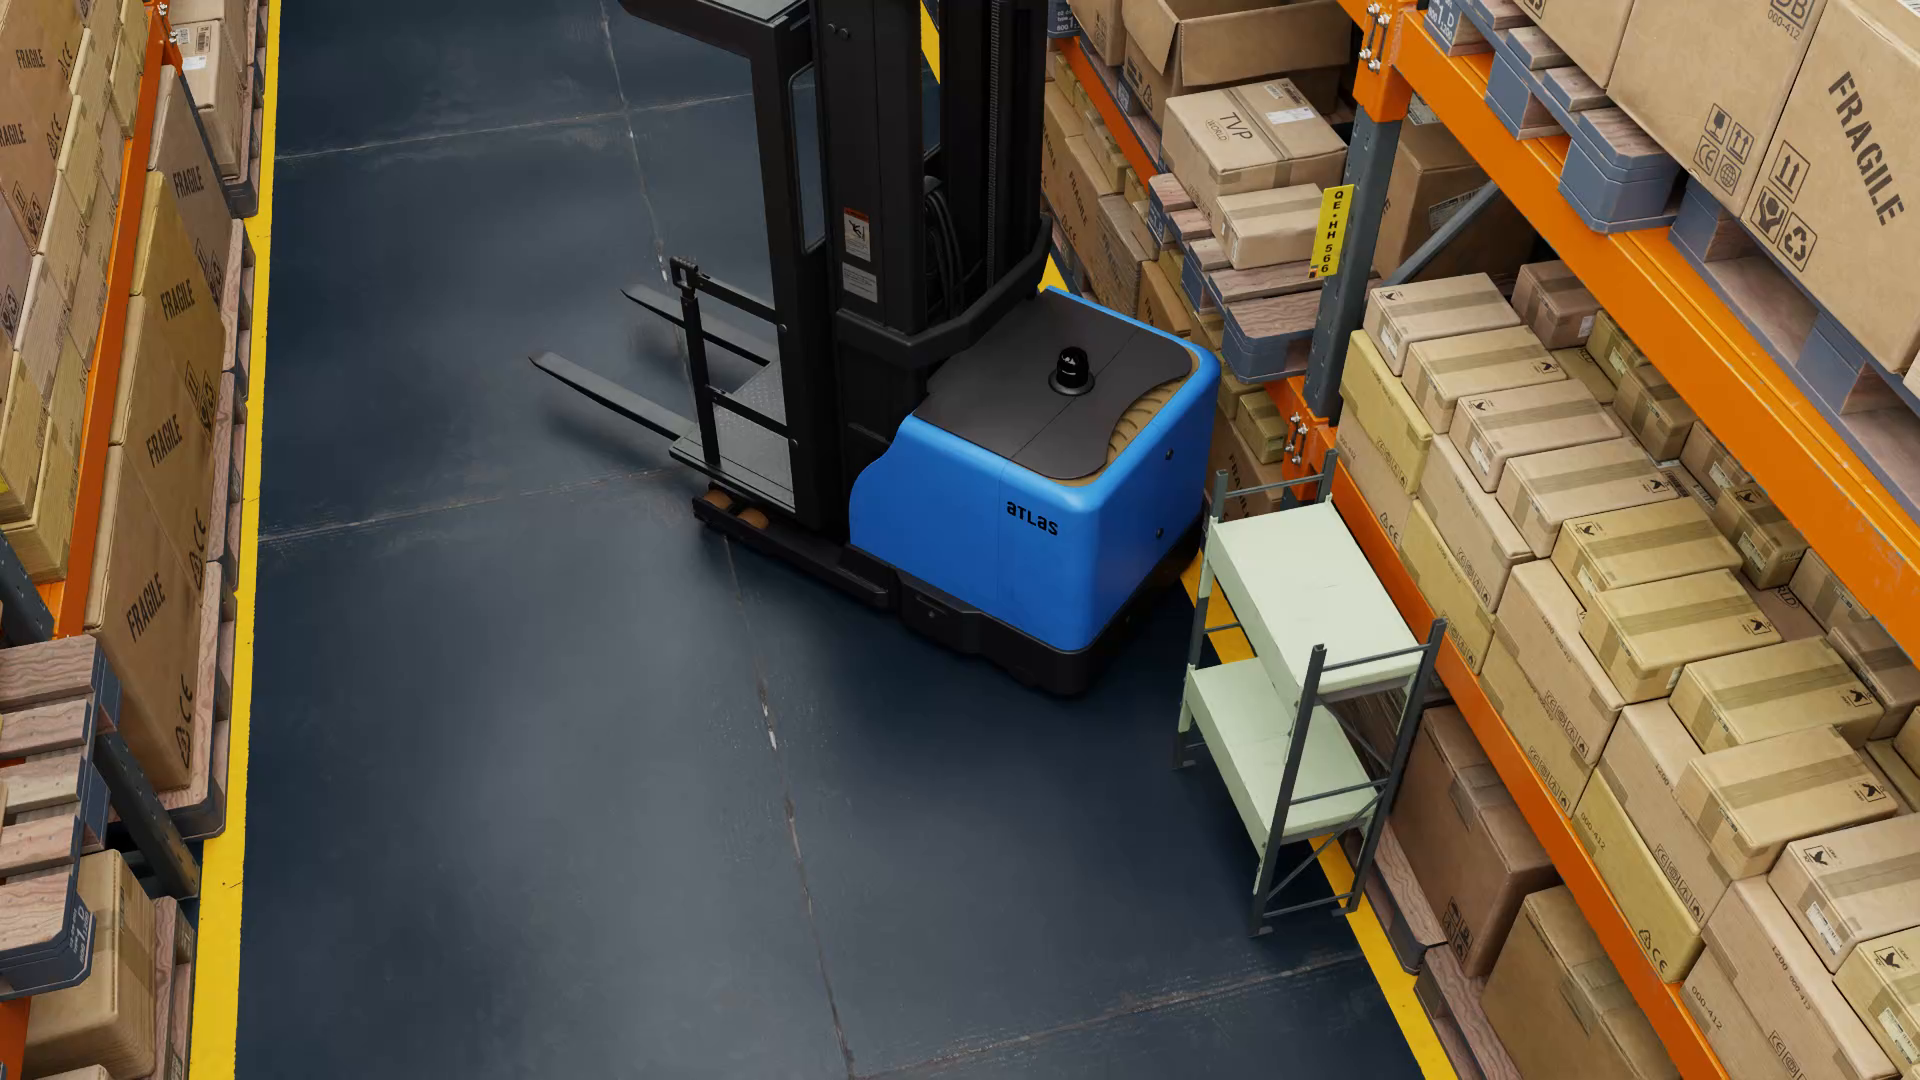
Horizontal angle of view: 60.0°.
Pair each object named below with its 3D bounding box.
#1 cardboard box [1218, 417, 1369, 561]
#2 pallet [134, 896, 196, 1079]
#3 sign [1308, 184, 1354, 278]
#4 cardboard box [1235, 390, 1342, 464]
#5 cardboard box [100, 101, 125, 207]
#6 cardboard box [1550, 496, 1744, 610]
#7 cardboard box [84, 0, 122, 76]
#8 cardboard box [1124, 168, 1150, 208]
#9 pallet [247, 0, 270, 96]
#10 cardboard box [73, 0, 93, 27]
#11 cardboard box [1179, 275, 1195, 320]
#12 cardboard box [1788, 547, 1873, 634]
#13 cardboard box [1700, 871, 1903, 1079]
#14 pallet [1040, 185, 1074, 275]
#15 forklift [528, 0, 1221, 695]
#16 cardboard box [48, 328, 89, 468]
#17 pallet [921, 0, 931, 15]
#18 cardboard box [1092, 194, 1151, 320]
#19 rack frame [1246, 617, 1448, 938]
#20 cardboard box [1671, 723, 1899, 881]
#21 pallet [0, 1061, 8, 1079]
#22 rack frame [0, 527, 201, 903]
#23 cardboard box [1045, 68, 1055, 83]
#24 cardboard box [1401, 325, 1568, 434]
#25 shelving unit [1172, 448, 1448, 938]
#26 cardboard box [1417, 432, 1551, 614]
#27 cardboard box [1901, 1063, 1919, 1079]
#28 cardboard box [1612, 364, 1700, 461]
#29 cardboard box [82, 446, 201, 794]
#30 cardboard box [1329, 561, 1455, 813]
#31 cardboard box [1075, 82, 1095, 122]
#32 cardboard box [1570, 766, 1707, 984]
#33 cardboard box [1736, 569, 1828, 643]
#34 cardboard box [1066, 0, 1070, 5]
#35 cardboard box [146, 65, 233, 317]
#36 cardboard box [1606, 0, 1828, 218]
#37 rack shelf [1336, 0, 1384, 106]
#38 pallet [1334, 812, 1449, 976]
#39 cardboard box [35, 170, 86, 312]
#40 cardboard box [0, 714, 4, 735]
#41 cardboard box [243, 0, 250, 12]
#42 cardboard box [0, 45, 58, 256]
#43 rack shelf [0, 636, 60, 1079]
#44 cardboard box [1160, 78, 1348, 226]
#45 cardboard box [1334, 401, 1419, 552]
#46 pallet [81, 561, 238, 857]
[{"bbox_3d":[1.338,-0.190,6.543,0.500,0.500,0.500,-9,46,-9],"label":"cardboard box"},{"bbox_3d":[-2.945,1.761,5.127,1.003,0.211,1.213,-11,47,-10],"label":"pallet"},{"bbox_3d":[1.132,-0.937,5.063,0.100,0.325,0.005,-11,47,-10],"label":"sign"},{"bbox_3d":[1.283,-0.459,6.352,0.380,0.149,0.250,-13,47,-12],"label":"cardboard box"},{"bbox_3d":[-3.569,-1.497,6.472,0.500,0.250,0.500,-12,47,-11],"label":"cardboard box"},{"bbox_3d":[1.783,0.050,4.328,0.380,0.149,0.250,-10,46,-10],"label":"cardboard box"},{"bbox_3d":[-3.685,-2.035,6.650,0.500,0.250,0.500,-10,46,-9],"label":"cardboard box"},{"bbox_3d":[0.957,-1.558,7.430,0.380,0.149,0.250,-11,47,-10],"label":"cardboard box"},{"bbox_3d":[-4.602,-2.924,9.718,1.003,0.211,1.213,-11,47,-10],"label":"pallet"},{"bbox_3d":[-3.671,-2.283,6.368,0.500,0.500,0.500,-10,46,-10],"label":"cardboard box"},{"bbox_3d":[1.134,-1.022,6.904,0.380,0.149,0.250,-9,46,-9],"label":"cardboard box"},{"bbox_3d":[2.382,0.119,4.260,0.380,0.149,0.250,-11,47,-11],"label":"cardboard box"},{"bbox_3d":[2.041,0.974,3.701,0.500,0.250,0.500,-10,46,-10],"label":"cardboard box"},{"bbox_3d":[0.875,-1.896,8.711,1.003,0.211,1.213,-11,47,-10],"label":"pallet"},{"bbox_3d":[-0.514,-1.279,6.202,3.031,2.935,1.130,26,51,23],"label":"forklift"},{"bbox_3d":[-3.174,-0.438,5.434,0.500,0.250,0.500,-12,47,-11],"label":"cardboard box"},{"bbox_3d":[0.139,-3.769,10.547,1.003,0.211,1.213,-11,47,-10],"label":"pallet"},{"bbox_3d":[0.932,-1.253,7.585,0.500,0.500,0.500,-12,47,-12],"label":"cardboard box"},{"bbox_3d":[1.175,0.788,5.179,0.400,1.500,0.023,-11,47,-11],"label":"rack frame"},{"bbox_3d":[1.877,0.594,3.795,0.380,0.149,0.250,-12,47,-11],"label":"cardboard box"},{"bbox_3d":[-2.597,1.671,3.397,1.003,0.211,1.213,-11,47,-10],"label":"pallet"},{"bbox_3d":[-3.144,0.245,4.660,1.000,3.000,0.127,-11,47,-10],"label":"rack frame"},{"bbox_3d":[0.536,-2.324,8.634,0.500,0.500,0.500,-9,46,-9],"label":"cardboard box"},{"bbox_3d":[1.520,-0.469,4.836,0.380,0.149,0.250,-10,46,-9],"label":"cardboard box"},{"bbox_3d":[1.078,0.535,5.426,0.431,1.500,0.755,-11,47,-11],"label":"shelving unit"},{"bbox_3d":[1.658,-0.091,4.744,0.500,0.250,0.500,-9,46,-9],"label":"cardboard box"},{"bbox_3d":[2.085,1.129,3.270,0.380,0.149,0.250,-12,47,-12],"label":"cardboard box"},{"bbox_3d":[2.115,-0.389,4.758,0.380,0.149,0.250,-11,47,-10],"label":"cardboard box"},{"bbox_3d":[-3.240,0.350,5.751,0.875,0.875,0.875,-11,47,-11],"label":"cardboard box"},{"bbox_3d":[1.800,0.452,5.826,0.875,0.625,0.625,-9,46,-9],"label":"cardboard box"},{"bbox_3d":[0.770,-2.091,7.951,0.380,0.149,0.250,-11,47,-11],"label":"cardboard box"},{"bbox_3d":[1.925,0.799,4.222,0.500,0.250,0.500,-9,46,-9],"label":"cardboard box"},{"bbox_3d":[2.296,0.171,4.488,0.500,0.250,0.500,-11,47,-11],"label":"cardboard box"},{"bbox_3d":[0.615,-2.497,7.148,0.396,0.266,0.258,-9,46,-8],"label":"cardboard box"},{"bbox_3d":[-3.931,-1.506,7.570,0.875,0.875,0.875,-9,46,-9],"label":"cardboard box"},{"bbox_3d":[1.830,-1.057,3.402,0.700,0.500,0.500,-12,47,-11],"label":"cardboard box"},{"bbox_3d":[1.142,-2.844,6.091,1.077,0.370,4.000,-11,47,-10],"label":"rack shelf"},{"bbox_3d":[1.827,0.886,5.984,1.003,0.211,1.213,-11,47,-10],"label":"pallet"},{"bbox_3d":[-3.281,-0.976,5.612,0.500,0.250,0.500,-11,47,-10],"label":"cardboard box"},{"bbox_3d":[-2.694,0.541,4.252,0.380,0.149,0.250,-10,46,-10],"label":"cardboard box"},{"bbox_3d":[-4.684,-3.461,9.792,0.875,0.438,0.875,-10,46,-9],"label":"cardboard box"},{"bbox_3d":[-3.287,-1.226,5.332,0.500,0.500,0.500,-9,46,-9],"label":"cardboard box"},{"bbox_3d":[-2.631,1.878,3.564,1.077,0.370,4.000,-11,47,-10],"label":"rack shelf"},{"bbox_3d":[1.071,-1.429,6.112,0.500,0.250,0.500,-13,47,-12],"label":"cardboard box"},{"bbox_3d":[1.531,-0.262,5.262,0.500,0.250,0.500,-11,47,-10],"label":"cardboard box"},{"bbox_3d":[-3.272,0.663,6.203,1.003,0.211,1.213,-11,47,-10],"label":"pallet"}]
